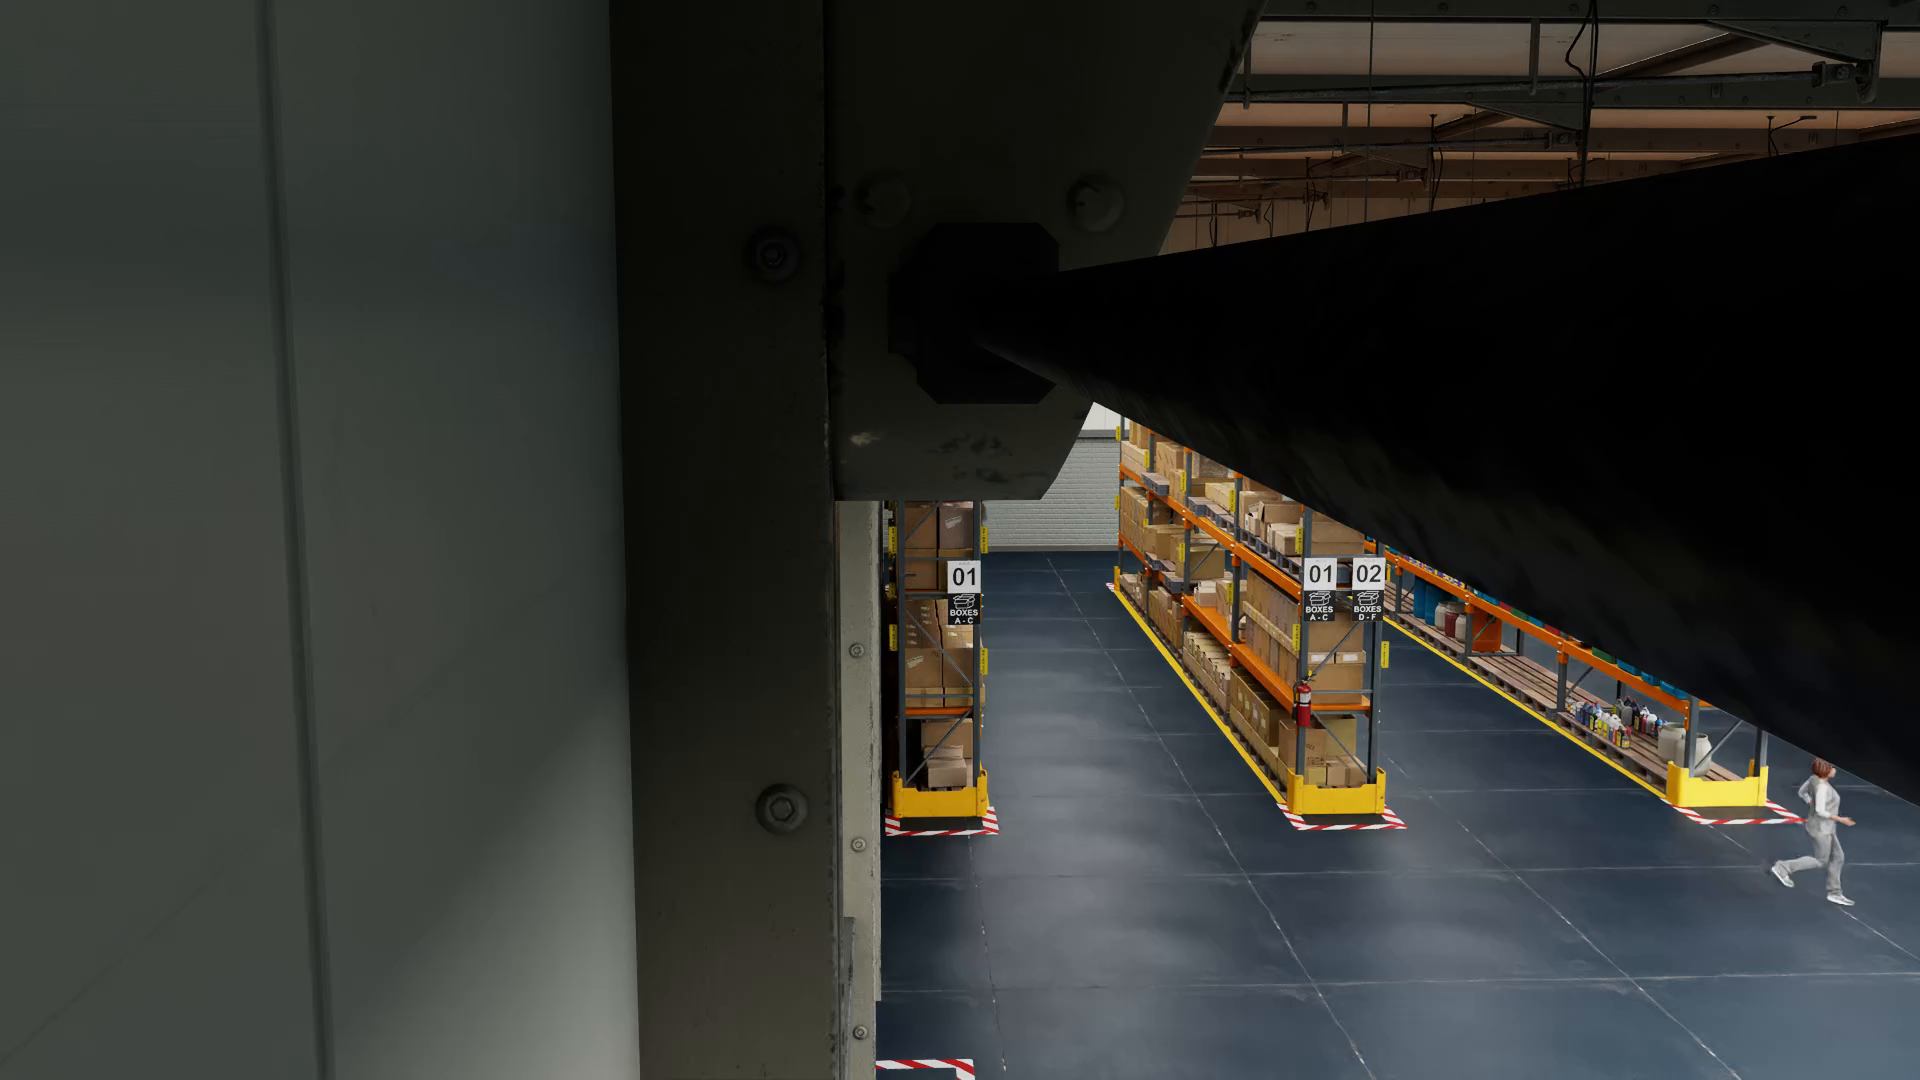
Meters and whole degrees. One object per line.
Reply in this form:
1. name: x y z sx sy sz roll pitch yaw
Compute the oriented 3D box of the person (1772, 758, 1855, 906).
1. person: 9.048 3.056 17.558 0.815 1.584 0.555 3 9 22
